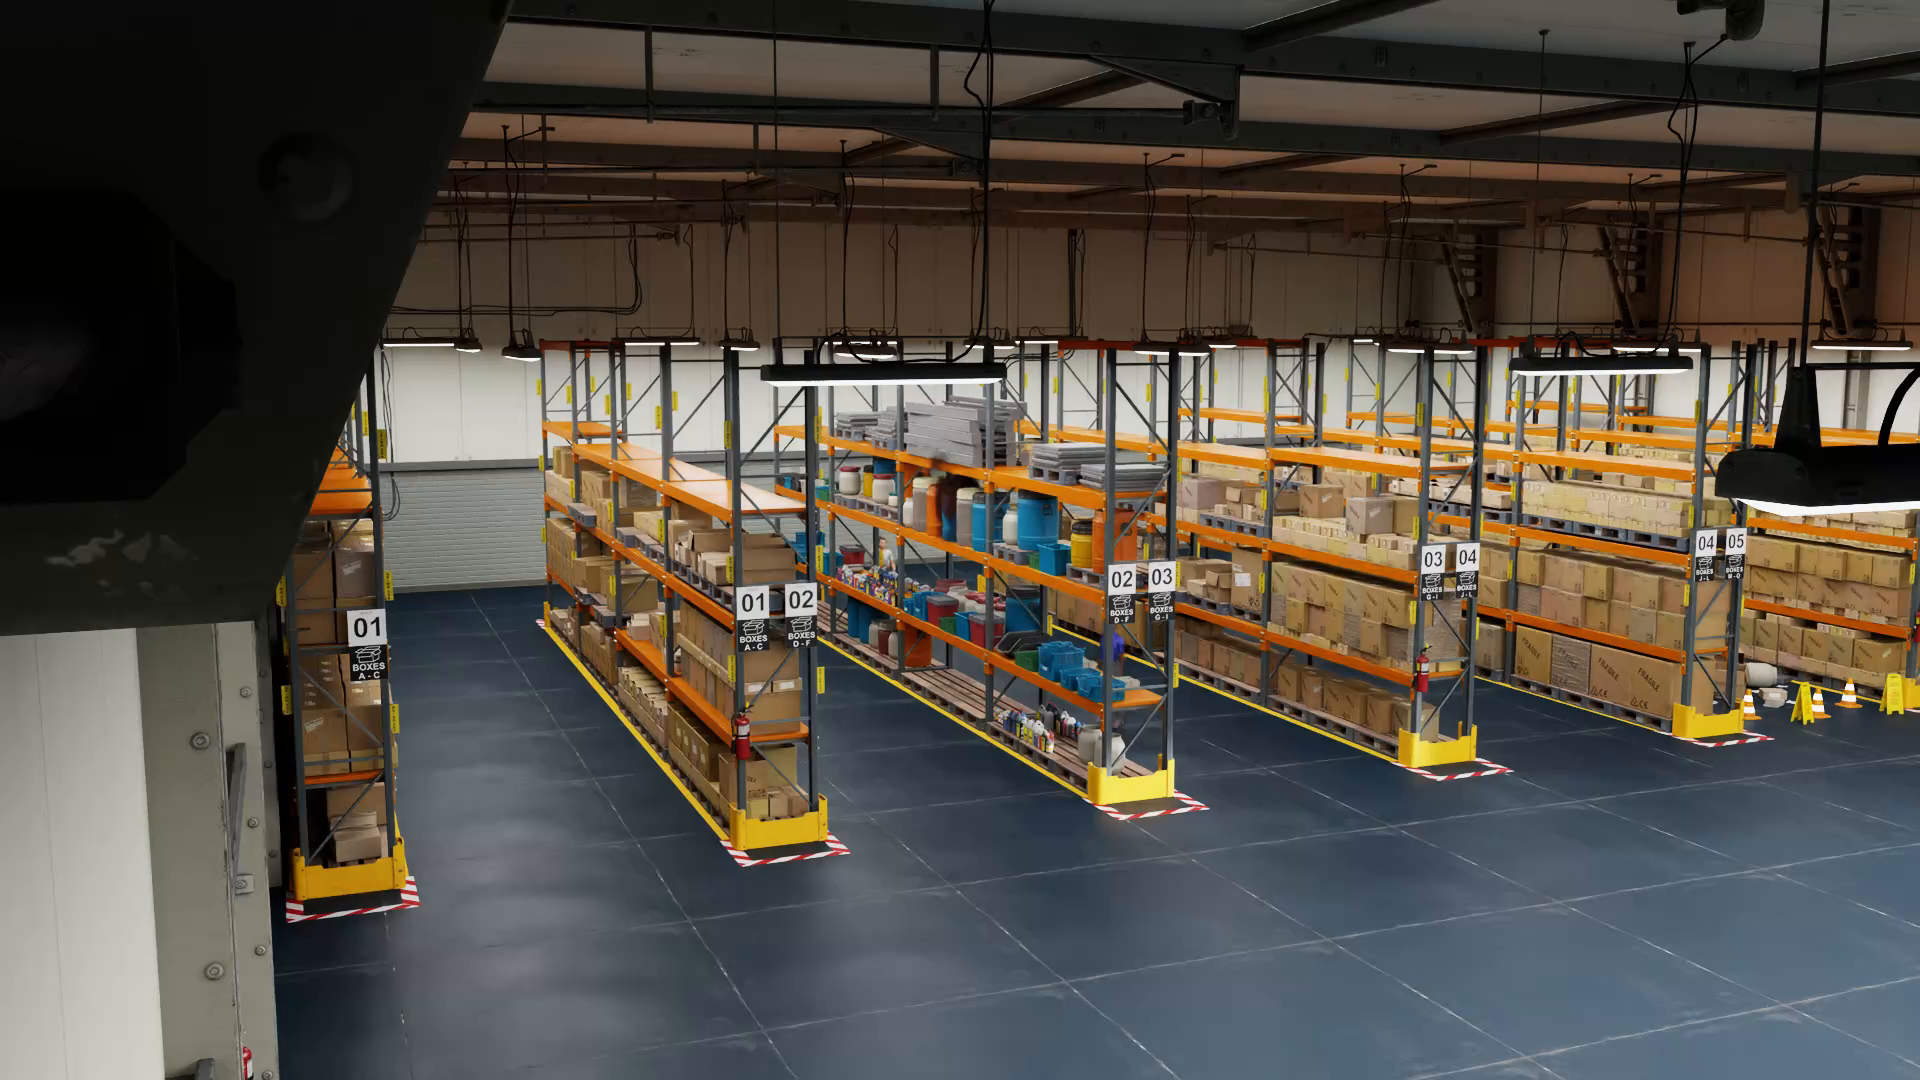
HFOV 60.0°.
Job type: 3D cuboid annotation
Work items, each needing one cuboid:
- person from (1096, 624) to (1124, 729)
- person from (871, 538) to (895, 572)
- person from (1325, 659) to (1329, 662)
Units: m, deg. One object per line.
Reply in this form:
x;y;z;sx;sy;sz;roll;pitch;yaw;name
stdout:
2.352;2.082;26.160;0.511;1.684;0.400;6;10;39;person
-1.693;0.748;36.800;0.479;1.621;1.064;-3;8;-25;person
7.063;1.413;30.946;0.681;1.787;0.394;6;9;36;person
